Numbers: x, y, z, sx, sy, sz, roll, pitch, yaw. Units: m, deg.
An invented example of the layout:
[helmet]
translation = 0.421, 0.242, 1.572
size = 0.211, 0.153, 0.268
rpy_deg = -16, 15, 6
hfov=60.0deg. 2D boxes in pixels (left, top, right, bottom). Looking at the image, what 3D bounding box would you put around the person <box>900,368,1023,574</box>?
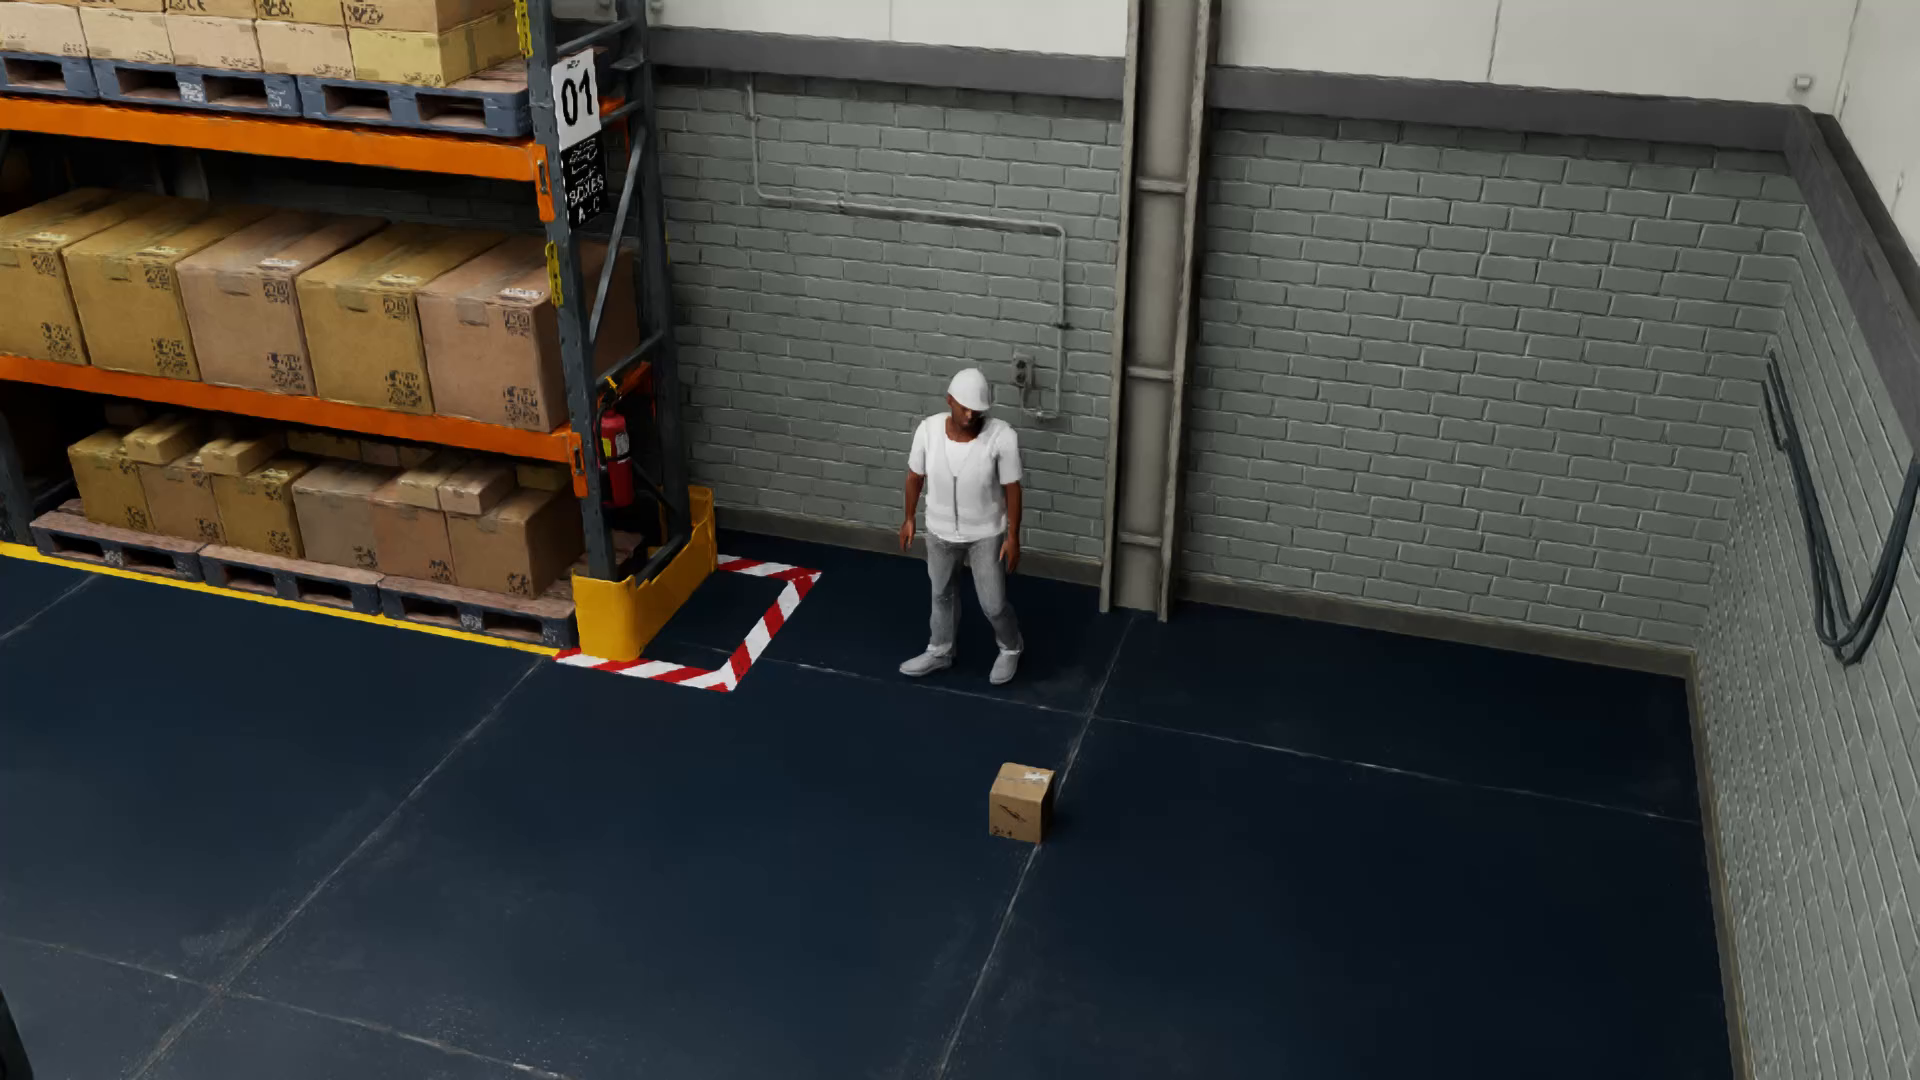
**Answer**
[person]
translation = 0.010, -0.370, 8.377
size = 0.665, 1.059, 0.337
rpy_deg = 10, 30, 17
